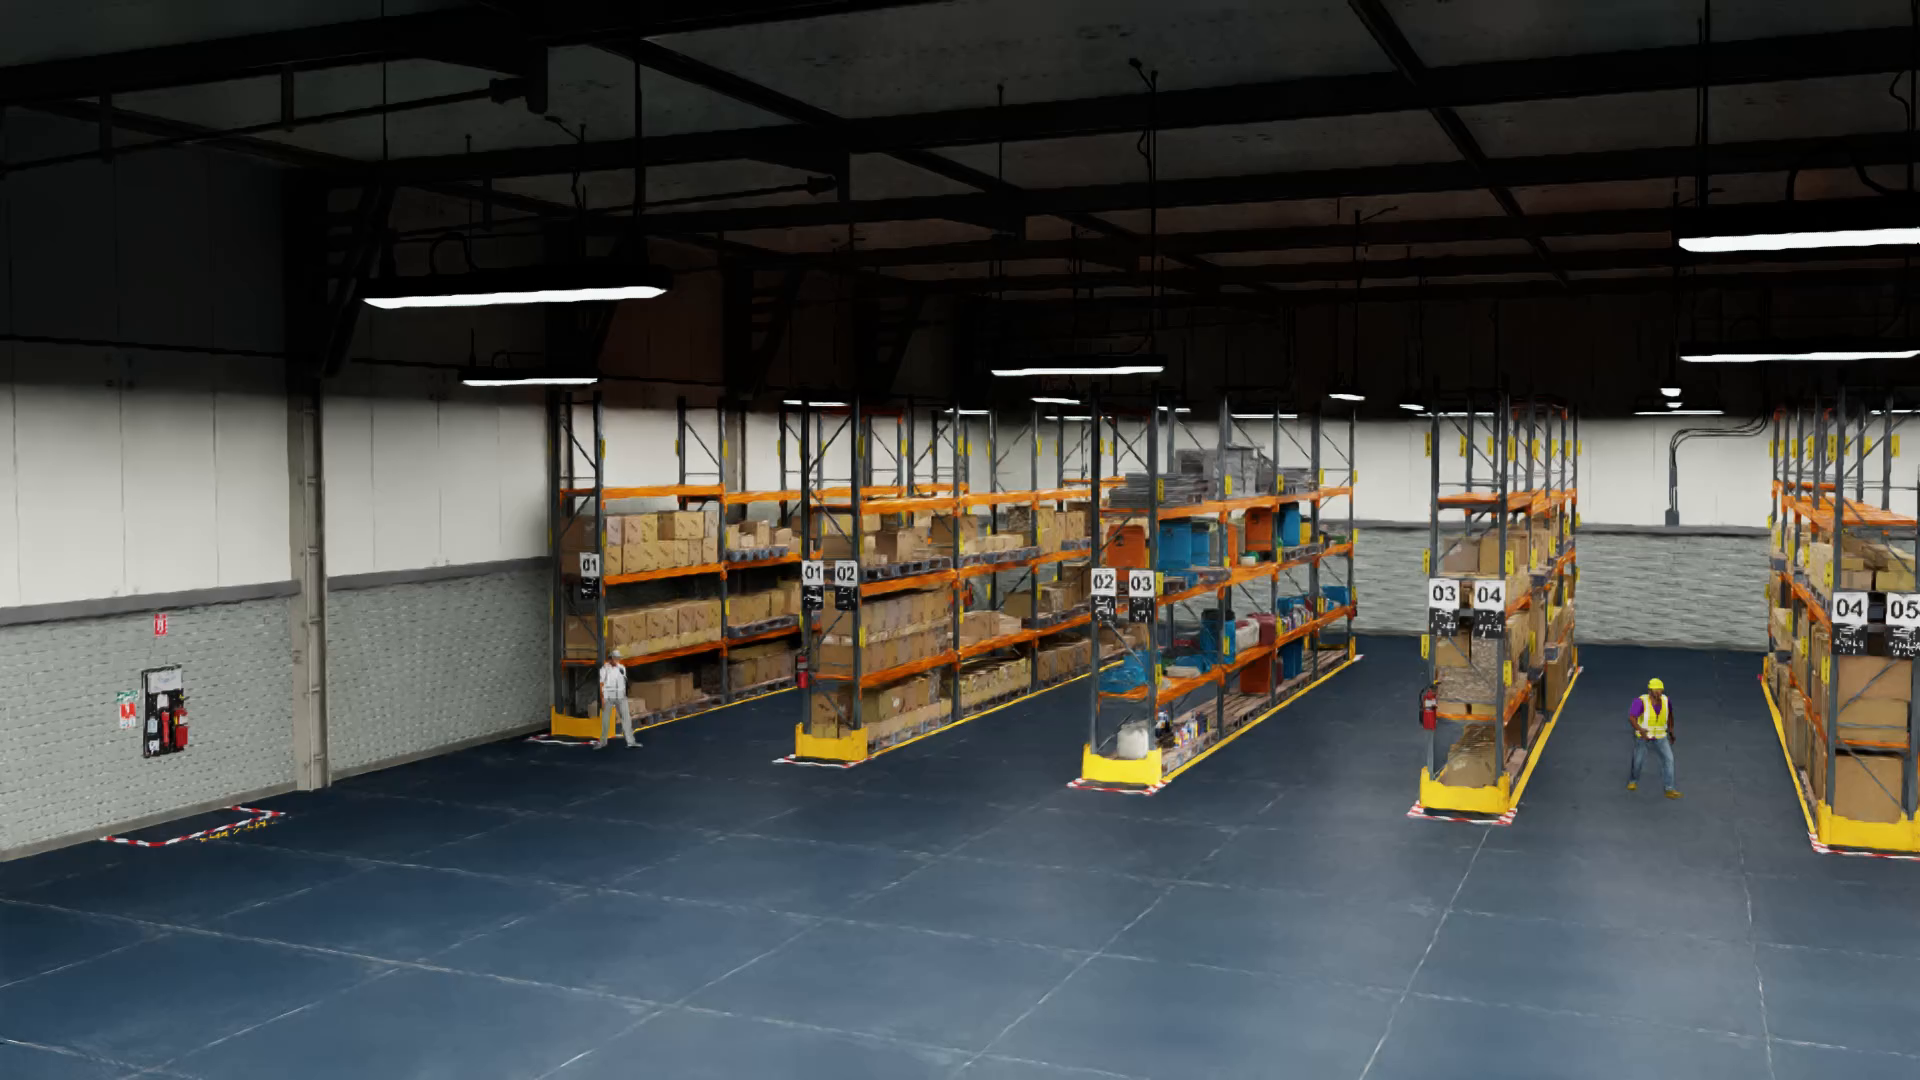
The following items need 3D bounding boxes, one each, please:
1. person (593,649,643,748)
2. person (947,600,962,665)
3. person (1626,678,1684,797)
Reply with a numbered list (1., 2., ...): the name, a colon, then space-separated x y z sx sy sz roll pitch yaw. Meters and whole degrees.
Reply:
1. person: -5.722 2.636 27.703 0.734 1.655 0.563 -2 4 -29
2. person: -0.145 2.137 35.398 0.606 1.786 0.493 -2 4 -37
3. person: 9.985 2.821 24.002 0.708 1.703 0.842 0 3 6
